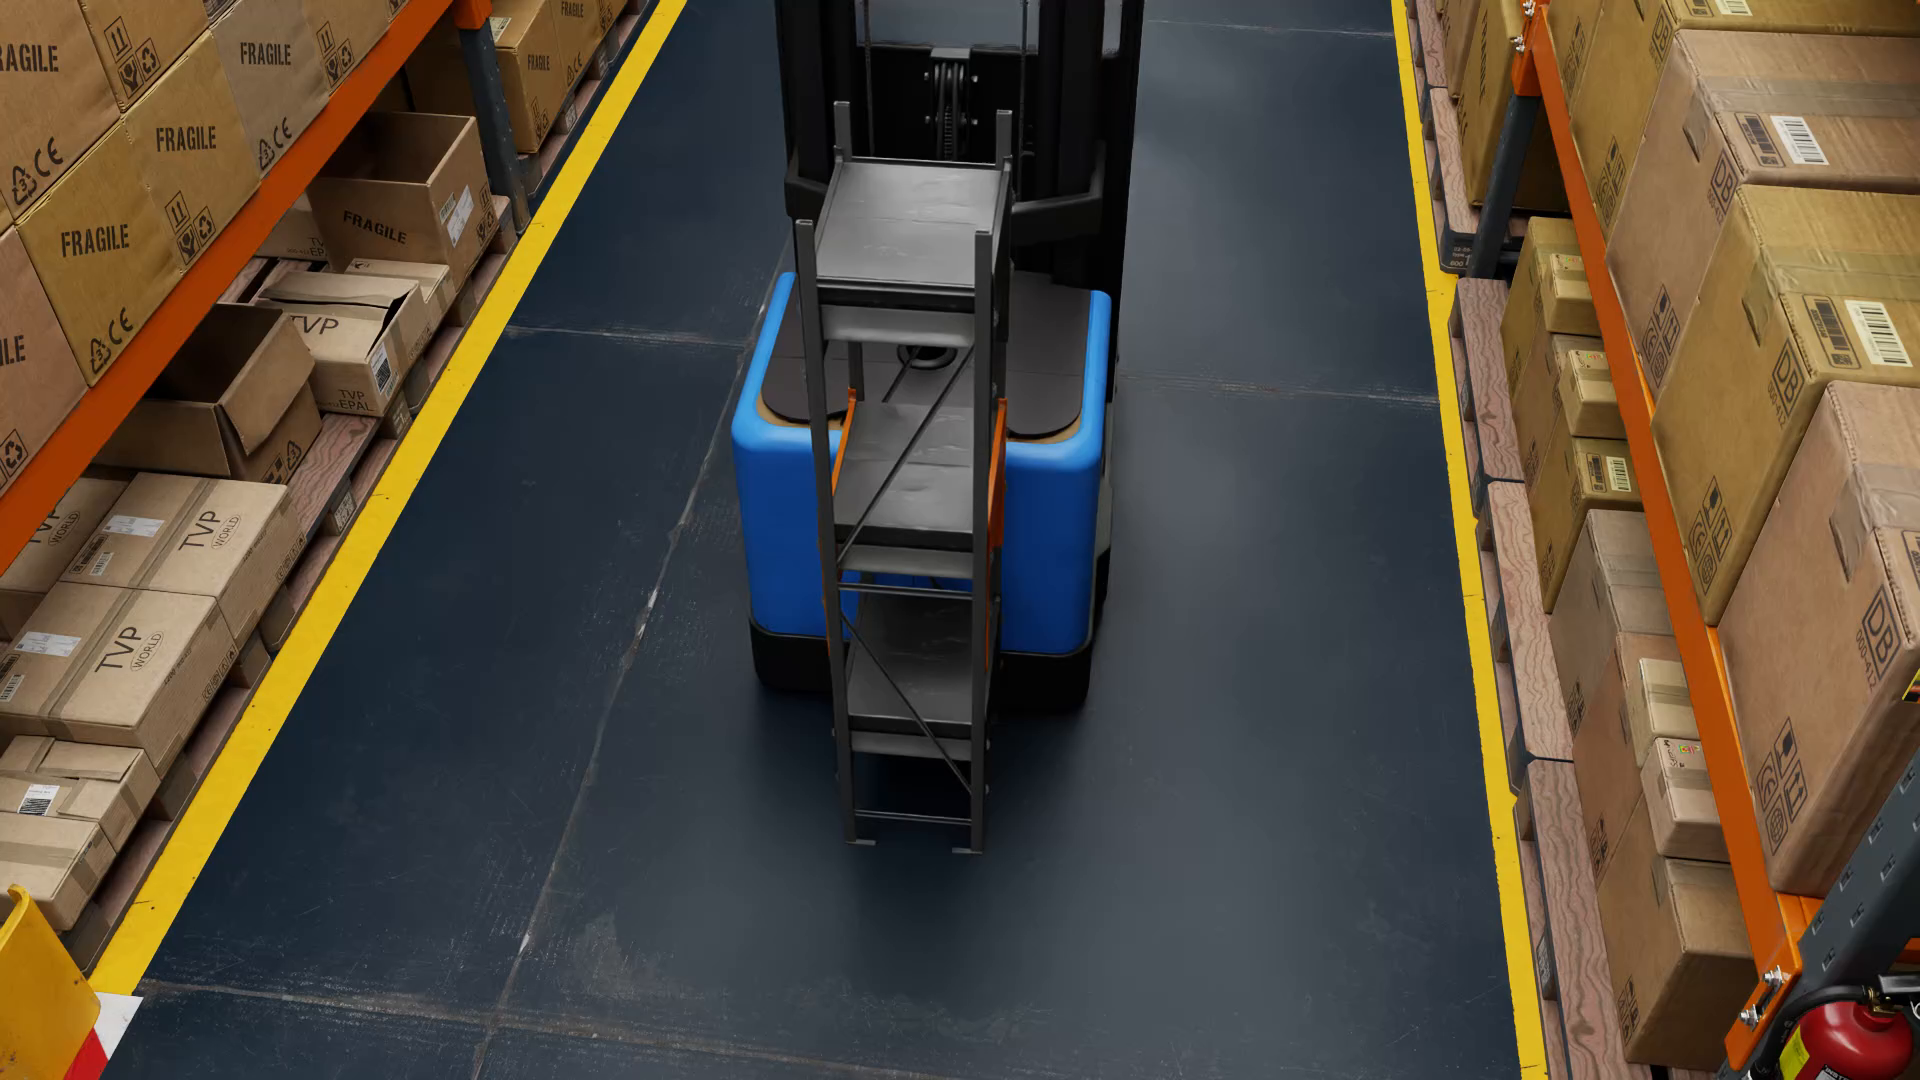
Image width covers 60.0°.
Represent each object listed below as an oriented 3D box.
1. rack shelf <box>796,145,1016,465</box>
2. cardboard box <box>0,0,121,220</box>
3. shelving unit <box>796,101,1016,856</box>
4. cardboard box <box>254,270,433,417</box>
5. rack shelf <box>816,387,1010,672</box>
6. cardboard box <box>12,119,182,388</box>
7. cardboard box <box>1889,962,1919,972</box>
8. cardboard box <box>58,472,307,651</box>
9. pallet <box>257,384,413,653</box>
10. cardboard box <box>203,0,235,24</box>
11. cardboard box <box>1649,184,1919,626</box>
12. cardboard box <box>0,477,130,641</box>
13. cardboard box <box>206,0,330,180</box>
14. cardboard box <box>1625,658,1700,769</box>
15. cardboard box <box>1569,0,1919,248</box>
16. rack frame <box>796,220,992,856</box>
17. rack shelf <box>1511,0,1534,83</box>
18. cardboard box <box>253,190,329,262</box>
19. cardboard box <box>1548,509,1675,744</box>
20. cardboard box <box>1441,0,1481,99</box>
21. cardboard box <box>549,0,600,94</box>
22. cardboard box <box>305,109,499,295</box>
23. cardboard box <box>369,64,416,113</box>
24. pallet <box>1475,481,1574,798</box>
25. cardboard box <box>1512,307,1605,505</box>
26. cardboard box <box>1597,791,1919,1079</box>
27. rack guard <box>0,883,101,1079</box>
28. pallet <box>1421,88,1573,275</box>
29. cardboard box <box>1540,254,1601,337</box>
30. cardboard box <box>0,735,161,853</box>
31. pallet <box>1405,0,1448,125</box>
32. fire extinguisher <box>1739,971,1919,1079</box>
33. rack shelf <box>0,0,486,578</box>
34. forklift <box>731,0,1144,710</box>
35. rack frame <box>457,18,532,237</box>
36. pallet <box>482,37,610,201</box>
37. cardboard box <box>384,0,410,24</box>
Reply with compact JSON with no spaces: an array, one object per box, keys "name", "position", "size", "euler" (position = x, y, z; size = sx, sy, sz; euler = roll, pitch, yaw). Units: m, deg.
[{"name":"rack shelf","position":[-0.109,-0.536,3.791],"size":[0.431,0.518,0.480],"euler":[4,44,4]},{"name":"cardboard box","position":[-2.438,-1.127,3.958],"size":[0.500,0.500,0.500],"euler":[6,44,6]},{"name":"shelving unit","position":[-0.109,-0.038,4.263],"size":[0.431,2.100,0.503],"euler":[4,44,4]},{"name":"cardboard box","position":[-2.255,-0.736,5.981],"size":[0.500,0.311,0.500],"euler":[5,44,6]},{"name":"rack shelf","position":[-0.109,-0.028,4.272],"size":[0.431,0.518,0.480],"euler":[4,44,4]},{"name":"cardboard box","position":[-2.439,-0.760,4.298],"size":[0.500,0.500,0.500],"euler":[5,44,5]},{"name":"cardboard box","position":[2.195,0.833,3.729],"size":[0.380,0.149,0.250],"euler":[6,44,6]},{"name":"cardboard box","position":[-2.406,0.061,5.184],"size":[0.500,0.250,0.500],"euler":[5,44,6]},{"name":"pallet","position":[-2.613,-0.163,5.769],"size":[1.003,0.211,1.213],"euler":[5,44,6]},{"name":"cardboard box","position":[-2.304,-1.816,4.686],"size":[0.500,0.500,0.500],"euler":[6,44,6]},{"name":"cardboard box","position":[2.162,-0.258,3.623],"size":[0.980,0.700,0.700],"euler":[5,44,5]},{"name":"cardboard box","position":[-2.908,0.049,5.196],"size":[0.500,0.250,0.500],"euler":[5,44,6]},{"name":"cardboard box","position":[-2.306,-1.448,5.025],"size":[0.500,0.500,0.500],"euler":[6,44,6]},{"name":"cardboard box","position":[1.883,0.451,4.133],"size":[0.380,0.149,0.250],"euler":[6,44,7]},{"name":"cardboard box","position":[2.359,-1.274,4.695],"size":[0.980,0.700,0.700],"euler":[4,44,4]},{"name":"rack frame","position":[-0.134,0.129,4.086],"size":[0.400,2.100,0.015],"euler":[4,44,4]},{"name":"rack shelf","position":[2.813,-3.132,7.399],"size":[1.077,0.370,4.000],"euler":[5,44,6]},{"name":"cardboard box","position":[-2.632,-1.395,6.677],"size":[0.500,0.311,0.500],"euler":[5,44,6]},{"name":"cardboard box","position":[2.145,0.281,4.784],"size":[0.700,0.500,0.500],"euler":[4,44,4]},{"name":"cardboard box","position":[2.620,-2.463,7.427],"size":[0.750,0.750,0.750],"euler":[6,44,7]},{"name":"cardboard box","position":[-1.997,-2.402,7.603],"size":[0.500,0.500,0.500],"euler":[6,44,6]},{"name":"cardboard box","position":[-2.156,-1.316,6.456],"size":[0.500,0.500,0.500],"euler":[5,44,6]},{"name":"cardboard box","position":[-2.581,-2.092,7.276],"size":[0.500,0.500,0.500],"euler":[5,44,5]},{"name":"pallet","position":[2.212,0.328,5.250],"size":[1.003,0.211,1.213],"euler":[5,44,6]},{"name":"cardboard box","position":[2.278,-0.432,5.537],"size":[0.700,0.500,0.500],"euler":[5,44,5]},{"name":"cardboard box","position":[2.013,0.965,4.062],"size":[0.700,0.500,0.500],"euler":[5,44,6]},{"name":"rack guard","position":[-2.881,1.104,4.220],"size":[1.175,0.500,0.348],"euler":[5,44,6]},{"name":"pallet","position":[2.576,-1.550,7.233],"size":[1.003,0.211,1.213],"euler":[5,44,6]},{"name":"cardboard box","position":[2.122,-0.793,5.447],"size":[0.380,0.149,0.250],"euler":[7,44,7]},{"name":"cardboard box","position":[-2.462,0.693,4.577],"size":[0.380,0.166,0.250],"euler":[5,44,6]},{"name":"pallet","position":[2.735,-2.384,8.114],"size":[1.003,0.211,1.213],"euler":[5,44,6]},{"name":"fire extinguisher","position":[1.542,0.921,2.924],"size":[0.296,0.674,0.183],"euler":[5,44,6]},{"name":"rack shelf","position":[-2.627,-0.853,4.993],"size":[1.077,0.370,4.000],"euler":[5,44,6]},{"name":"forklift","position":[0.023,-1.556,5.262],"size":[1.130,2.935,3.031],"euler":[4,44,4]},{"name":"rack frame","position":[-2.362,-2.478,6.185],"size":[1.000,3.000,0.127],"euler":[5,44,6]},{"name":"pallet","position":[-2.292,-2.023,7.733],"size":[1.003,0.211,1.213],"euler":[5,44,6]},{"name":"cardboard box","position":[-2.174,-2.150,5.766],"size":[0.500,0.500,0.500],"euler":[6,44,6]}]
